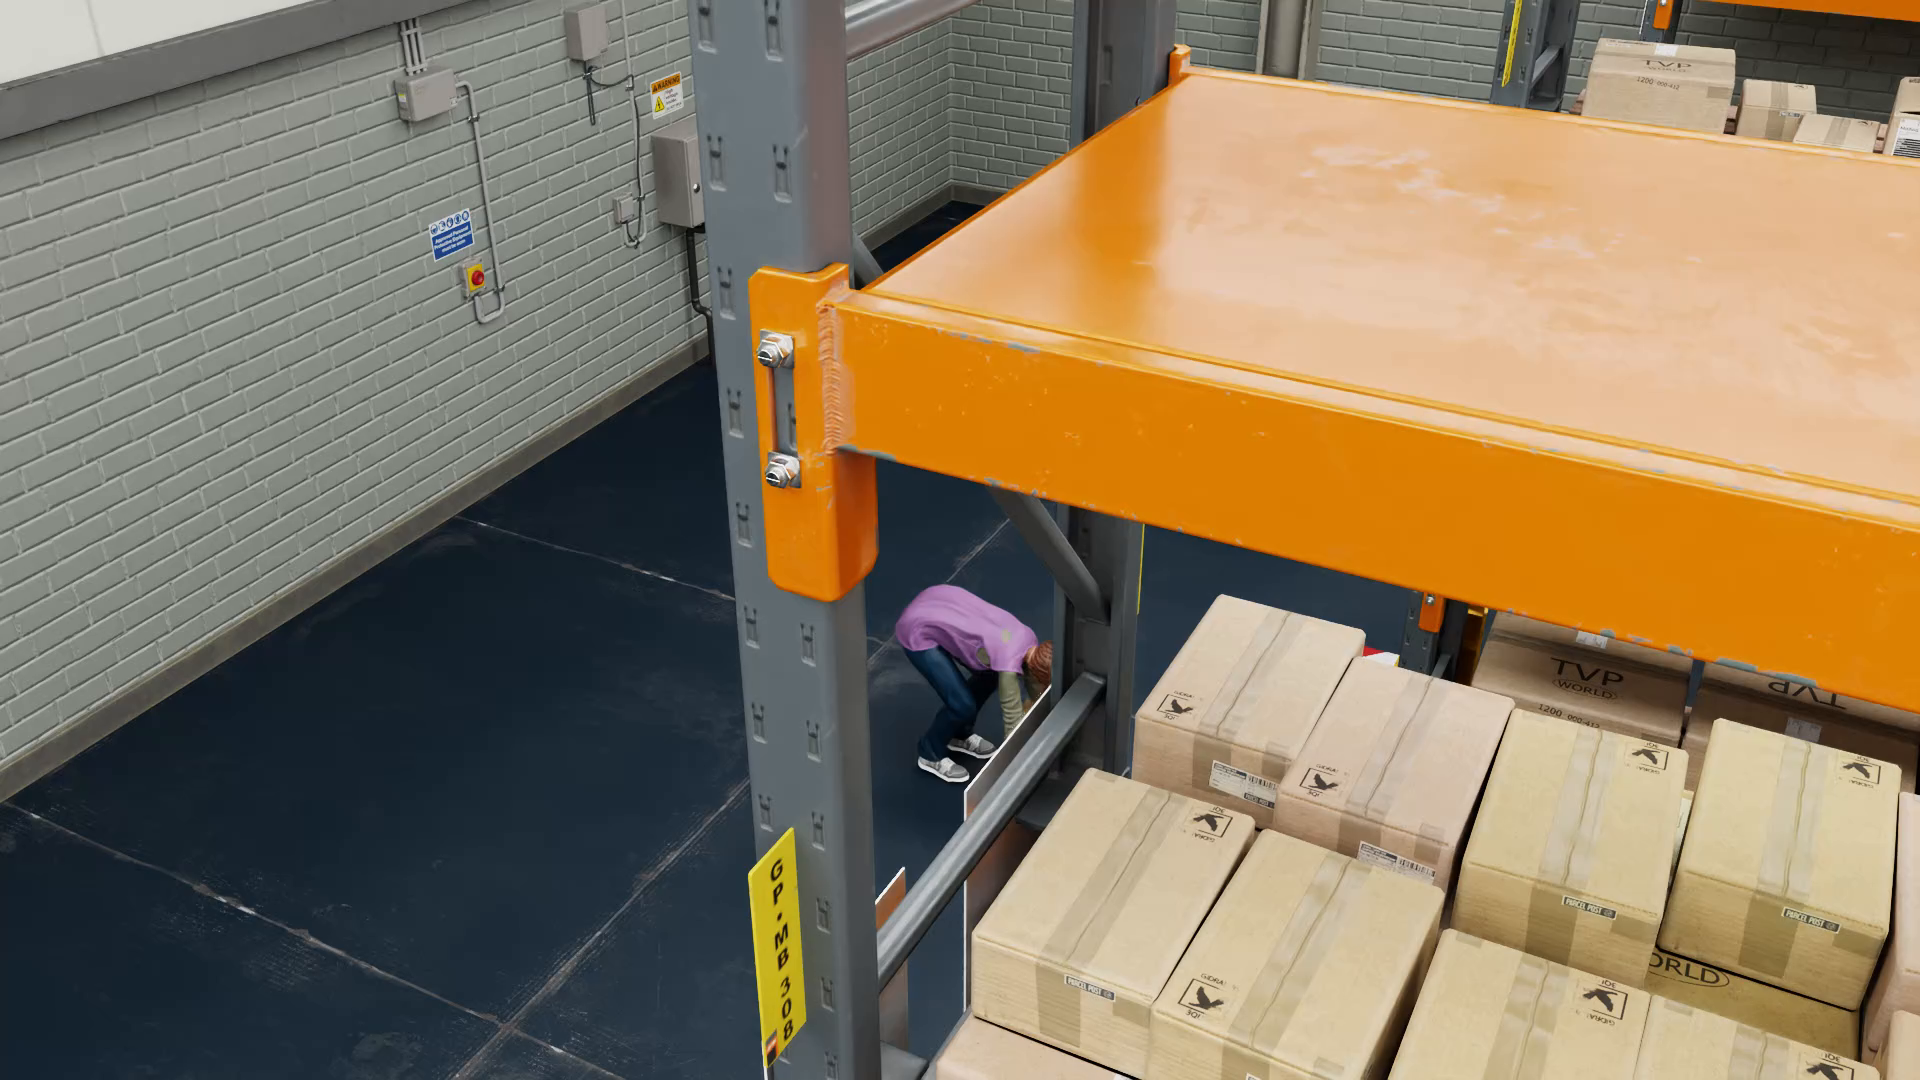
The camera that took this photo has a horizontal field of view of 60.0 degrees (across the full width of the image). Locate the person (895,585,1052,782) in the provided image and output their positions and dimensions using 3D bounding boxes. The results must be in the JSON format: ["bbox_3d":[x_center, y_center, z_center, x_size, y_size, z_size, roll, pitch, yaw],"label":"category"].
[{"bbox_3d":[0.122,0.686,7.627,0.863,0.936,0.408,13,33,21],"label":"person"}]
